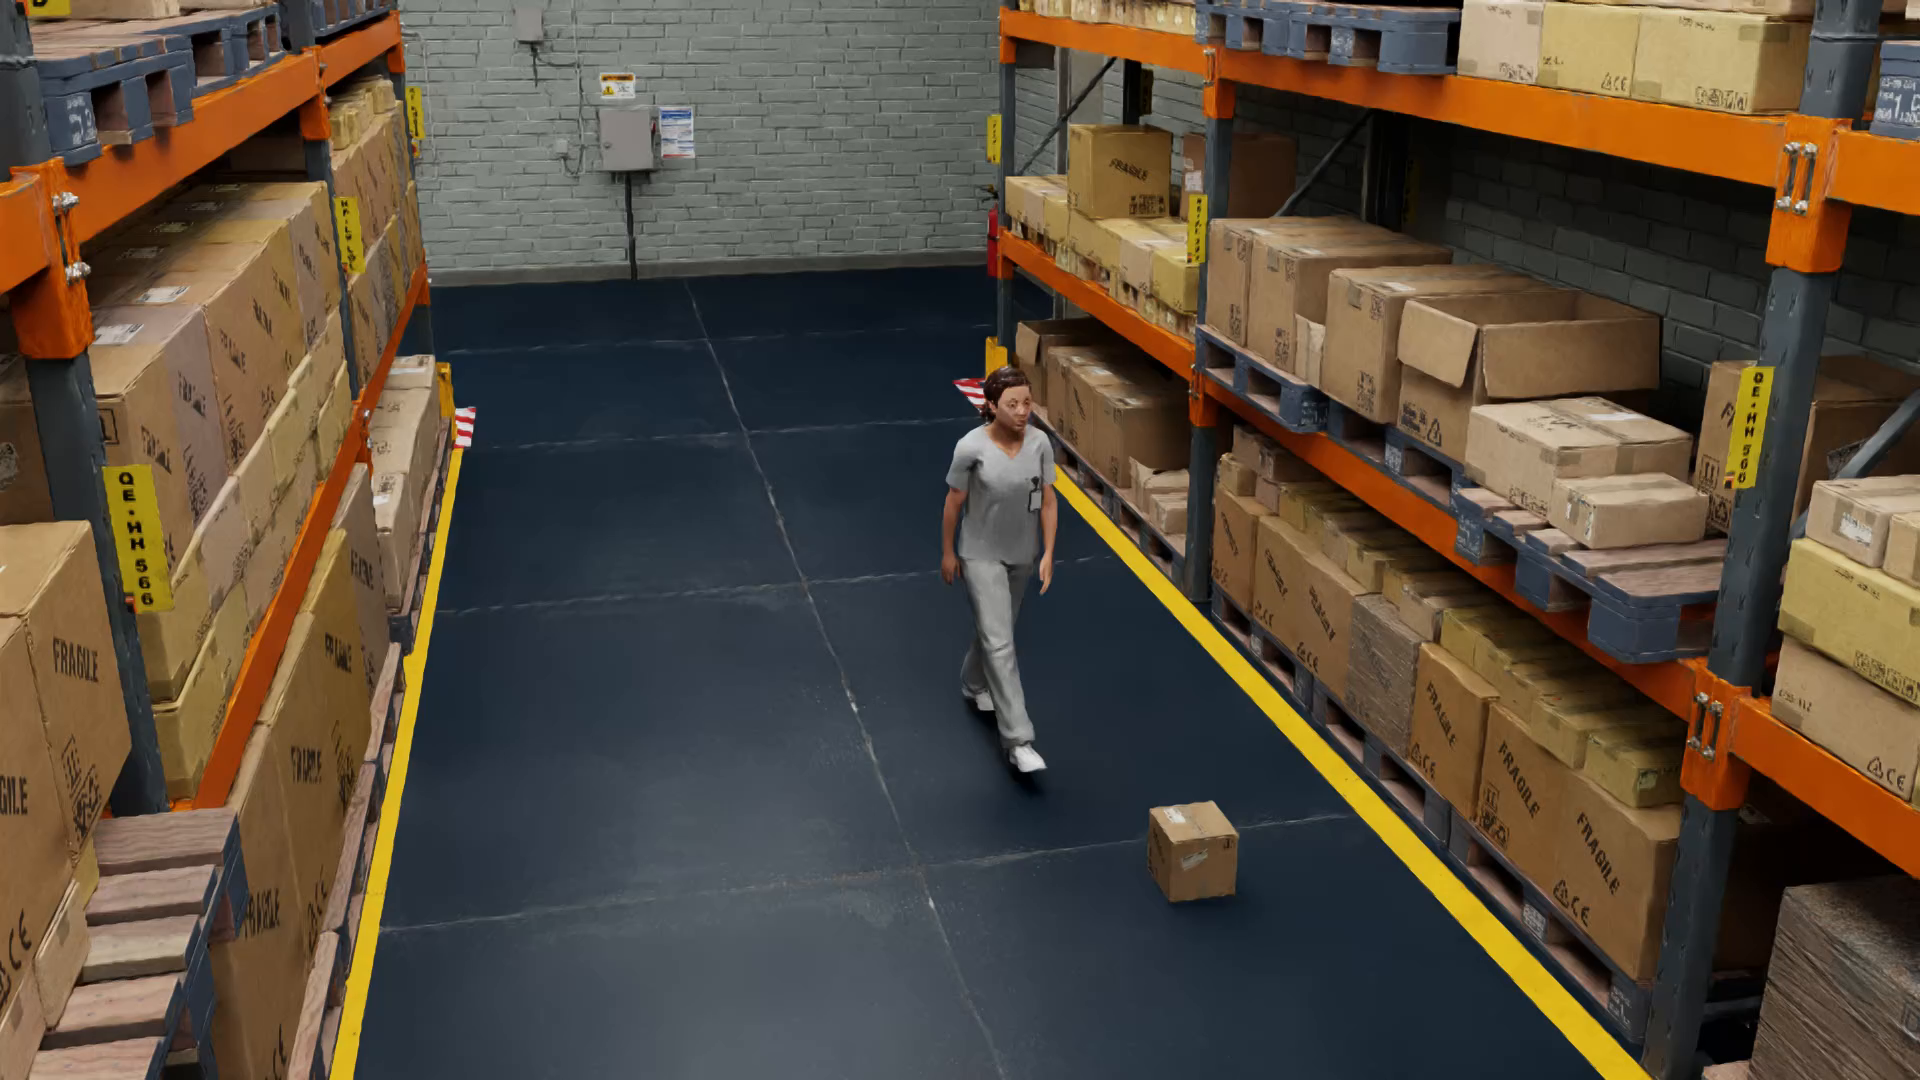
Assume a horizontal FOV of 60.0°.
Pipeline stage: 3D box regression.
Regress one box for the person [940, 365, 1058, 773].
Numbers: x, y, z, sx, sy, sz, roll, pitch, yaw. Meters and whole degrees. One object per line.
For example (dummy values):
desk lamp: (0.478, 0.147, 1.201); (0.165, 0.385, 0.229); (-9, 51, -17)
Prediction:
person: (0.210, 0.079, 6.836); (0.457, 1.610, 0.994); (-10, 22, -25)
